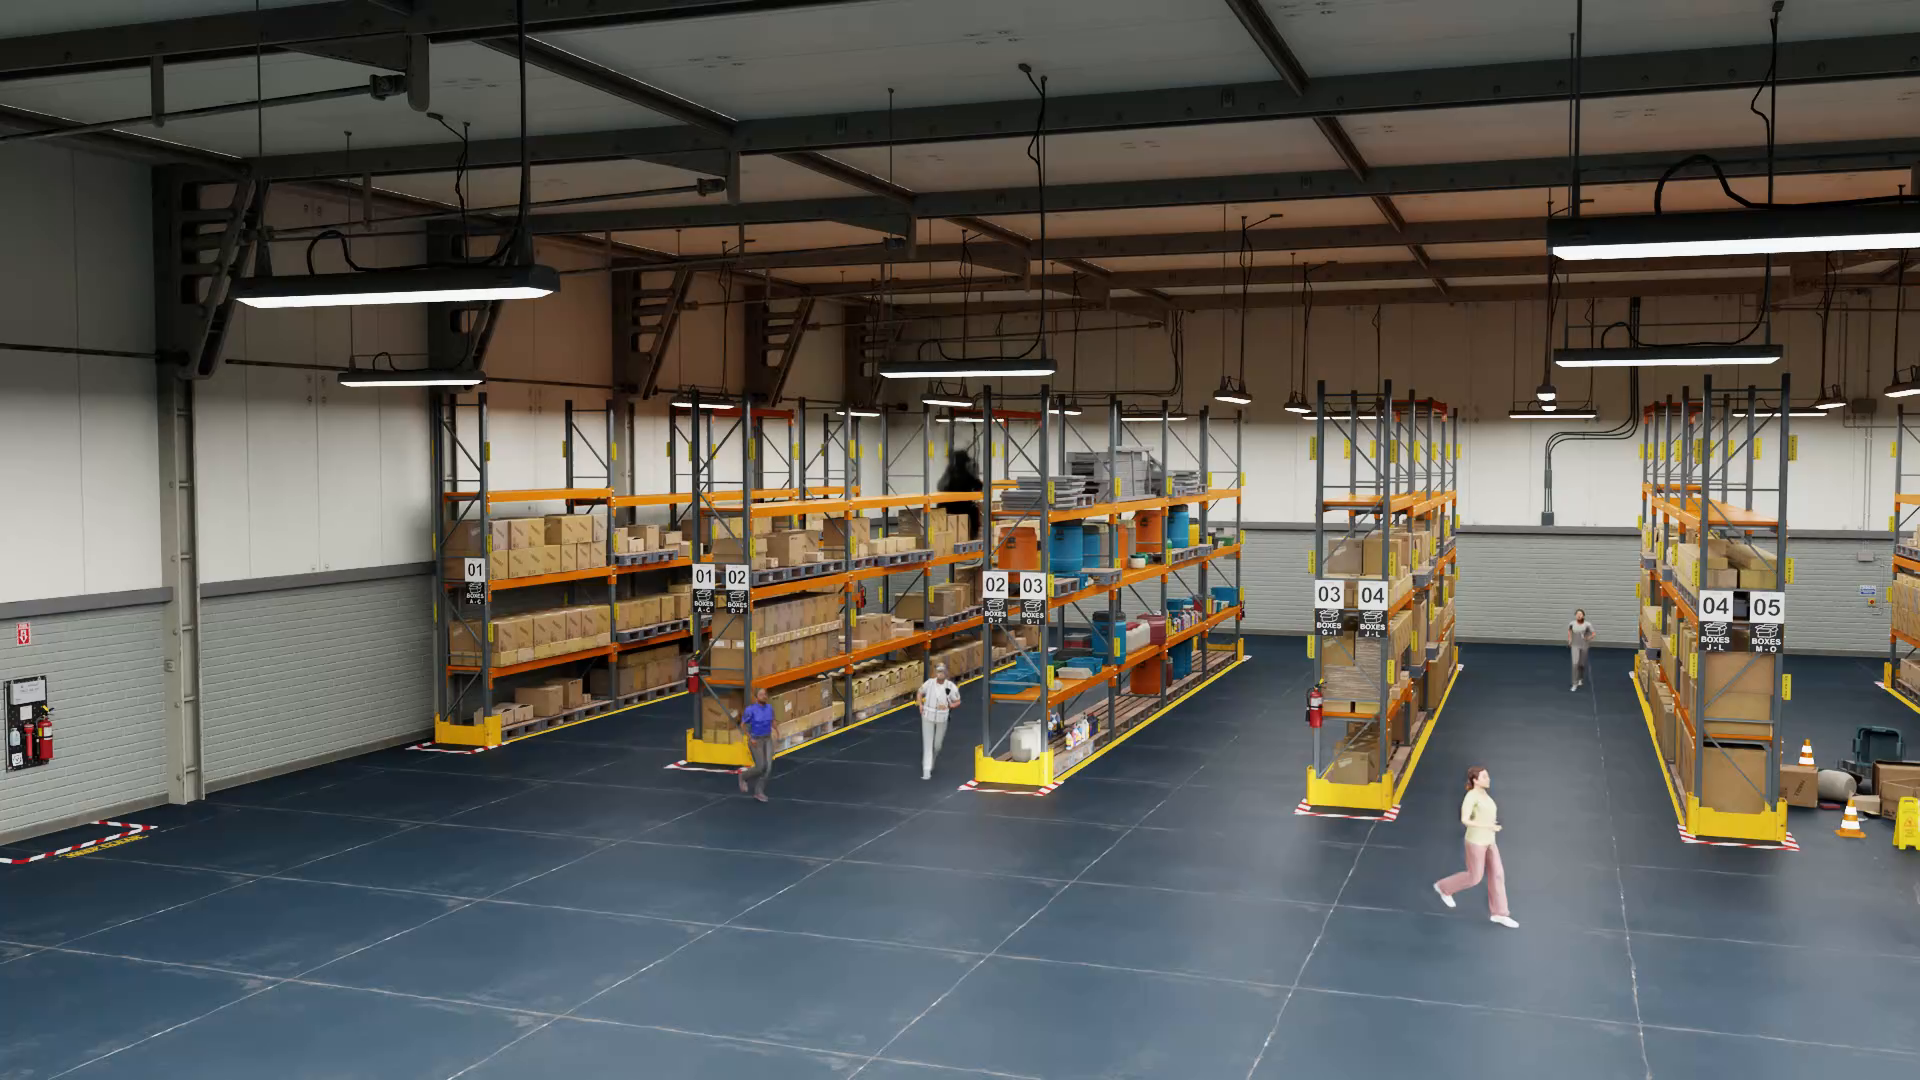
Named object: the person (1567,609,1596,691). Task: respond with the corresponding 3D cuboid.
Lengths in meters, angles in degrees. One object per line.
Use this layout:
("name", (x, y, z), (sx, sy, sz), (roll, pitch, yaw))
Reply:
("person", (13.073, 2.306, 35.007), (0.578, 1.717, 0.820), (1, 3, 25))

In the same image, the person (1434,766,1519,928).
("person", (5.499, 3.220, 17.665), (0.935, 1.663, 0.578), (3, 4, 44))

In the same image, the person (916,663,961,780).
("person", (-0.334, 2.776, 25.737), (0.694, 1.782, 0.865), (0, 3, 0))

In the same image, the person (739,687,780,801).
("person", (-2.869, 2.929, 23.948), (0.572, 1.629, 0.597), (-3, 4, -42))
